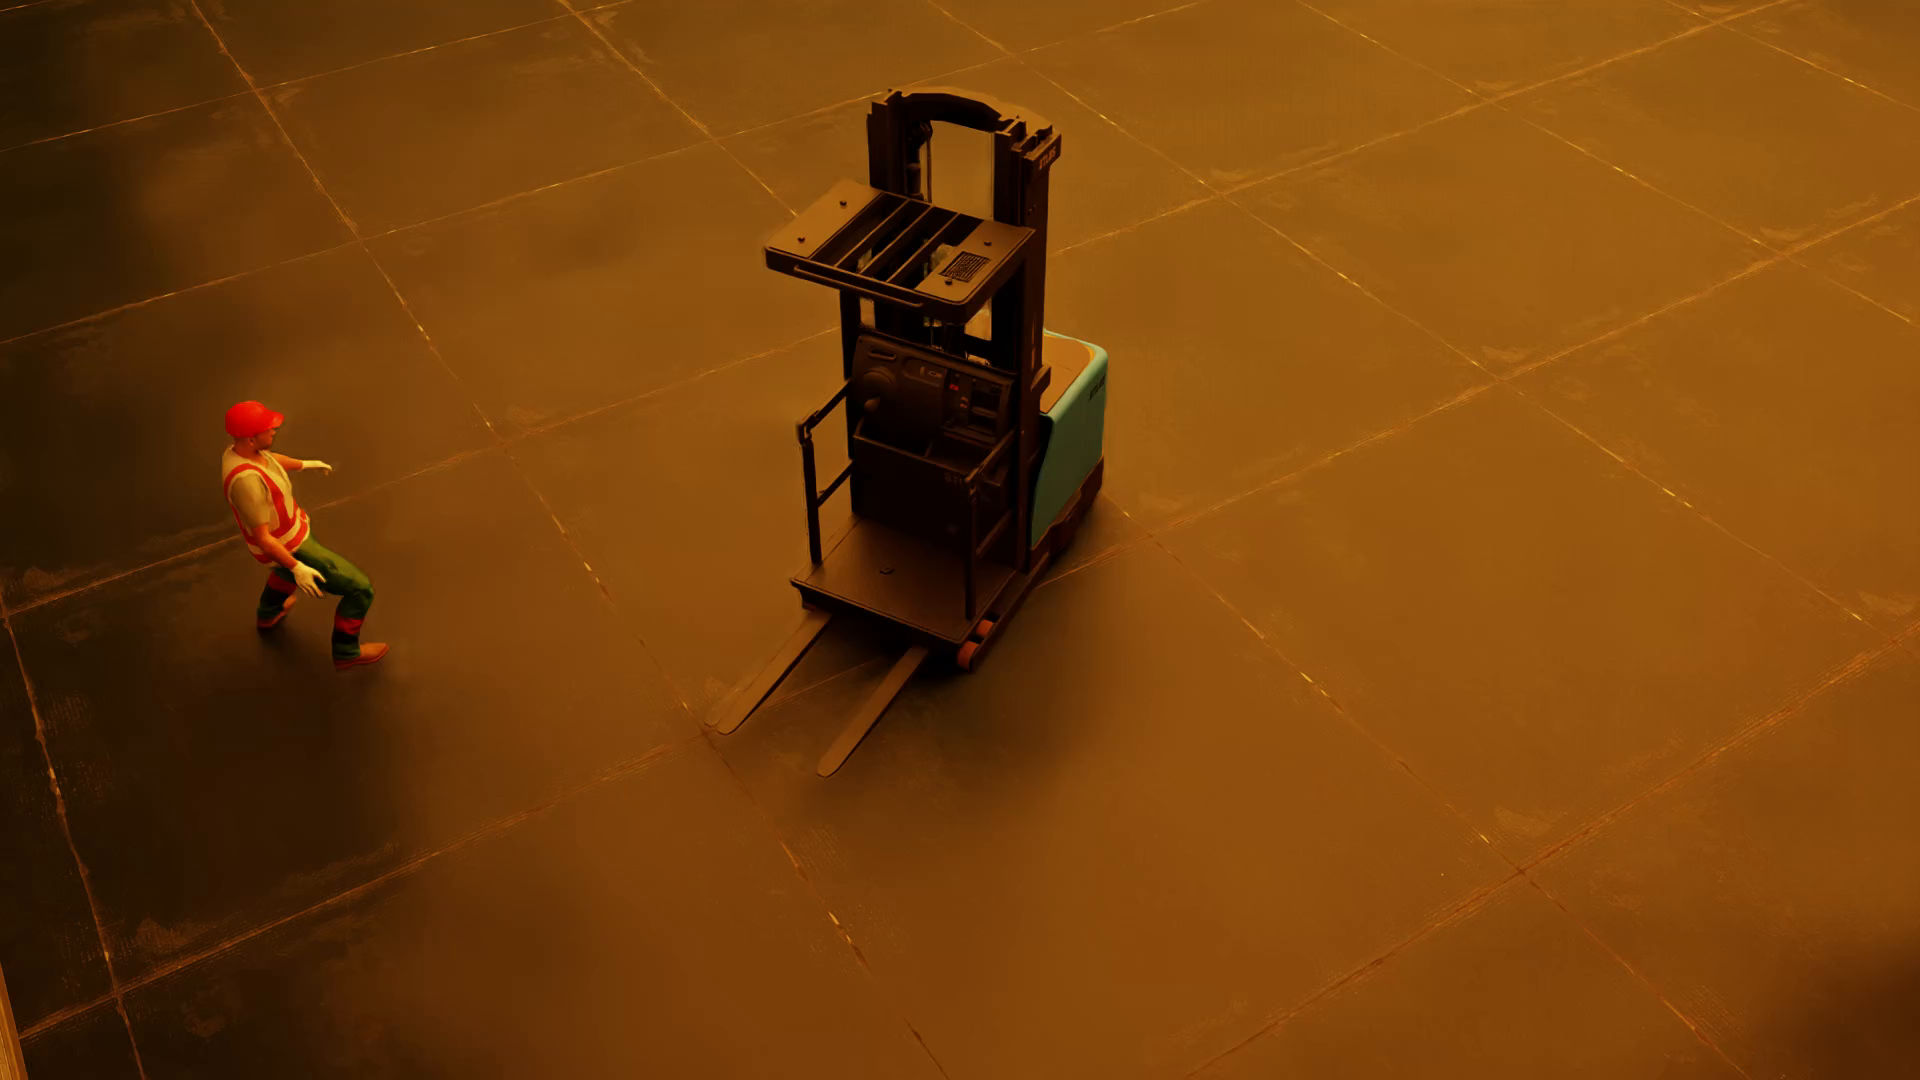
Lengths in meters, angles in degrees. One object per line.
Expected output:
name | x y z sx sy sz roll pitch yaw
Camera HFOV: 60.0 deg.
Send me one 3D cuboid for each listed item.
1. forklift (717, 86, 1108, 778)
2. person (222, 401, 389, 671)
forklift | -0.254 -0.718 8.692 1.130 2.935 3.031 19 45 21
person | -3.620 -0.067 8.953 0.702 1.645 0.996 -14 43 -15
